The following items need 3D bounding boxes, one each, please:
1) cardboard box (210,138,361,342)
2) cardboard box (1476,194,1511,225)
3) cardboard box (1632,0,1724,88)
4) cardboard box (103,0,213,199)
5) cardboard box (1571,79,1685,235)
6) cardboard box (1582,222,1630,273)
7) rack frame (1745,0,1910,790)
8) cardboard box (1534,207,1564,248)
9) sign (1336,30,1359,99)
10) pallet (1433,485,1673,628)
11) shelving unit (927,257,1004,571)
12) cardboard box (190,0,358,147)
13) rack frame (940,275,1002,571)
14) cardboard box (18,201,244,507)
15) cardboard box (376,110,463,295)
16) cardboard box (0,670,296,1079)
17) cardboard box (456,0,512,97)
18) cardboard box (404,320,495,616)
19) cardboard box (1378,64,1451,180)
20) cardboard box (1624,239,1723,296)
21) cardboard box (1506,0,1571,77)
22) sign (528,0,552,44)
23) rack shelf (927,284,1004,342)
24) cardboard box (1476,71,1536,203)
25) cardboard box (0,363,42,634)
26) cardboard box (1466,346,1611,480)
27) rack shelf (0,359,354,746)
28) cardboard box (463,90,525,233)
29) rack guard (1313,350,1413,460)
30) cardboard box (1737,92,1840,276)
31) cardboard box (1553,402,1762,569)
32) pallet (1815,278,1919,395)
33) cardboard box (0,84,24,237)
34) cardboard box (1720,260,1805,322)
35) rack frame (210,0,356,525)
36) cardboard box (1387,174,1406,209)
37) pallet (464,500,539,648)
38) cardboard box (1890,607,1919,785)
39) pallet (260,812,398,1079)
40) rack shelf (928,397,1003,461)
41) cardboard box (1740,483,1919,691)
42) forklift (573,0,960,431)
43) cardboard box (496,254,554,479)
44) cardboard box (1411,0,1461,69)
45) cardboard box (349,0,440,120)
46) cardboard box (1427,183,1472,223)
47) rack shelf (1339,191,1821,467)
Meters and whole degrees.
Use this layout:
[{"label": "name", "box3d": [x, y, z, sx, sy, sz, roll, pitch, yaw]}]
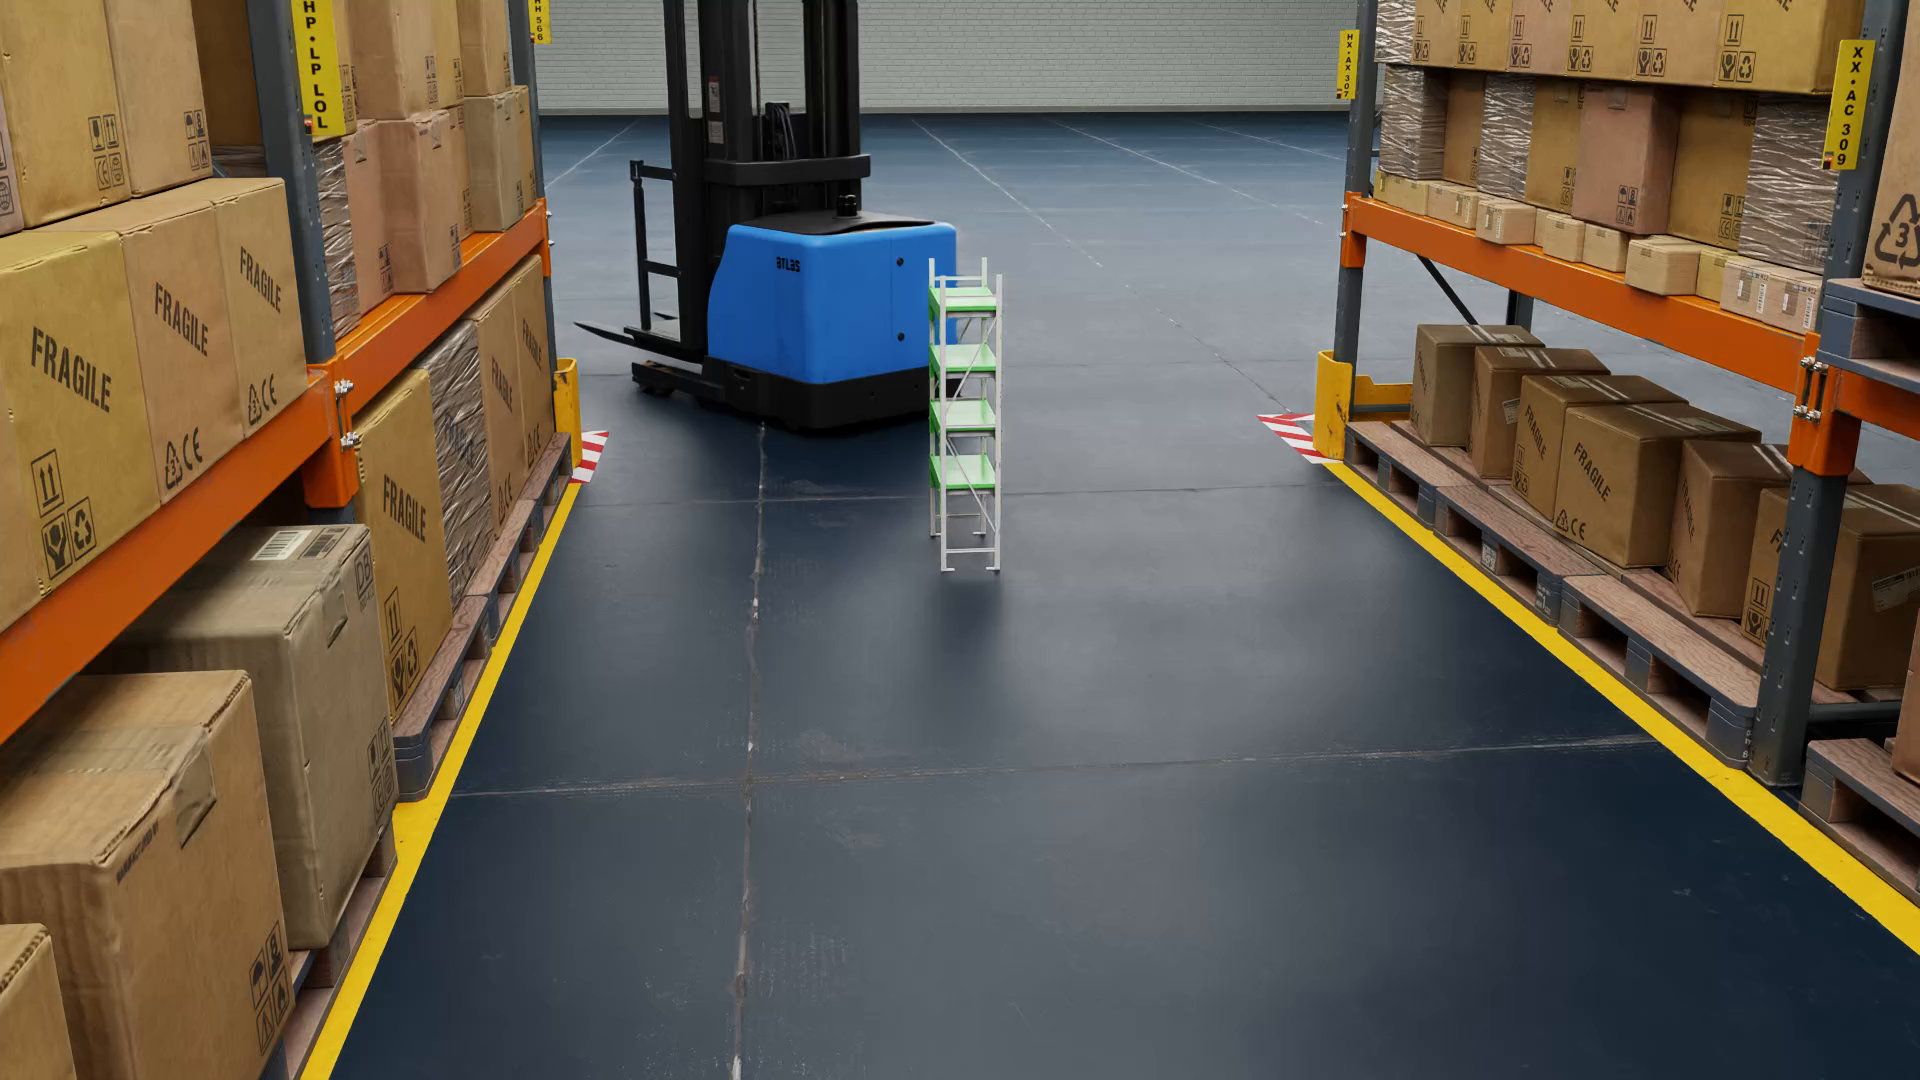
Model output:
[{"label": "cardboard box", "box3d": [-2.144, -0.793, 4.446, 0.875, 0.550, 0.550, -2, 18, -6]}, {"label": "cardboard box", "box3d": [2.365, -1.343, 6.866, 0.380, 0.149, 0.250, -2, 18, -6]}, {"label": "cardboard box", "box3d": [2.477, -1.676, 5.177, 0.500, 0.500, 0.500, -2, 18, -6]}, {"label": "cardboard box", "box3d": [-2.037, -0.989, 3.484, 0.700, 0.500, 0.500, -2, 18, -7]}, {"label": "cardboard box", "box3d": [2.697, -1.357, 5.828, 0.875, 0.500, 0.500, -2, 18, -6]}, {"label": "cardboard box", "box3d": [2.456, -1.044, 5.915, 0.380, 0.149, 0.250, -2, 18, -6]}, {"label": "rack frame", "box3d": [2.850, -0.735, 4.511, 1.000, 3.000, 0.127, -2, 18, -6]}, {"label": "cardboard box", "box3d": [2.446, -1.195, 6.394, 0.380, 0.149, 0.250, -2, 18, -6]}, {"label": "sign", "box3d": [1.898, -2.323, 8.124, 0.100, 0.325, 0.005, -2, 18, -6]}, {"label": "pallet", "box3d": [2.617, 0.032, 6.723, 1.003, 0.211, 1.213, -2, 18, -6]}, {"label": "shelving unit", "box3d": [0.017, -0.523, 6.840, 0.258, 1.200, 0.503, -2, 18, -6]}, {"label": "cardboard box", "box3d": [-2.098, -1.310, 4.289, 0.875, 0.550, 0.550, -2, 18, -6]}, {"label": "rack frame", "box3d": [0.042, -0.450, 6.609, 0.240, 1.200, 0.015, -2, 18, -6]}, {"label": "cardboard box", "box3d": [-1.722, -0.362, 3.156, 0.500, 0.500, 0.500, -2, 18, -6]}, {"label": "cardboard box", "box3d": [-2.162, -1.121, 5.490, 0.875, 0.550, 0.550, -2, 18, -6]}, {"label": "cardboard box", "box3d": [-1.845, 0.730, 2.897, 1.050, 0.750, 0.750, -2, 18, -6]}, {"label": "cardboard box", "box3d": [-2.358, -2.118, 6.862, 0.875, 0.550, 0.550, -2, 18, -6]}, {"label": "cardboard box", "box3d": [-2.186, -0.257, 5.833, 0.875, 0.875, 0.875, -2, 18, -5]}, {"label": "cardboard box", "box3d": [2.467, -1.952, 7.723, 0.875, 0.500, 0.500, -2, 18, -6]}, {"label": "cardboard box", "box3d": [2.417, -0.893, 5.432, 0.380, 0.149, 0.250, -2, 18, -6]}, {"label": "cardboard box", "box3d": [2.378, -1.975, 6.126, 0.500, 0.500, 0.500, -2, 18, -6]}, {"label": "sign", "box3d": [-1.965, -2.482, 7.747, 0.100, 0.325, 0.005, -2, 18, -6]}, {"label": "rack shelf", "box3d": [0.017, -0.920, 6.716, 0.258, 0.148, 0.480, -2, 18, -6]}, {"label": "cardboard box", "box3d": [2.647, -1.656, 6.782, 0.875, 0.500, 0.500, -2, 18, -6]}, {"label": "cardboard box", "box3d": [-1.615, -0.060, 2.195, 0.500, 0.500, 0.500, -2, 18, -6]}, {"label": "cardboard box", "box3d": [2.581, -0.571, 7.461, 0.500, 0.500, 0.500, 3, 18, 9]}, {"label": "rack shelf", "box3d": [-1.887, 0.327, 2.329, 1.077, 0.370, 4.000, -2, 18, -6]}, {"label": "cardboard box", "box3d": [-2.345, -1.603, 7.025, 0.875, 0.550, 0.550, -2, 18, -6]}, {"label": "rack guard", "box3d": [2.445, -0.712, 8.610, 1.175, 0.500, 0.348, -2, 18, -6]}, {"label": "cardboard box", "box3d": [2.865, -1.061, 4.885, 0.875, 0.500, 0.500, -2, 18, -6]}, {"label": "cardboard box", "box3d": [2.640, -0.216, 6.331, 0.500, 0.500, 0.500, -3, 18, -11]}, {"label": "pallet", "box3d": [2.784, -0.412, 3.801, 1.003, 0.211, 1.213, -2, 18, -6]}, {"label": "cardboard box", "box3d": [-1.930, -0.685, 2.516, 0.700, 0.500, 0.500, -2, 18, -5]}, {"label": "cardboard box", "box3d": [2.519, -0.745, 4.962, 0.380, 0.149, 0.250, -2, 18, -6]}, {"label": "rack frame", "box3d": [-2.094, -0.612, 4.119, 1.000, 3.000, 0.127, -2, 18, -6]}, {"label": "cardboard box", "box3d": [2.237, -1.640, 7.812, 0.380, 0.149, 0.250, -2, 18, -6]}, {"label": "pallet", "box3d": [-2.223, 0.125, 6.427, 1.003, 0.211, 1.213, -2, 18, -6]}, {"label": "cardboard box", "box3d": [2.892, 0.431, 4.235, 0.700, 0.500, 0.500, -3, 18, -10]}, {"label": "pallet", "box3d": [-1.939, 0.946, 3.812, 1.003, 0.211, 1.213, -2, 18, -6]}, {"label": "rack shelf", "box3d": [0.017, -0.462, 6.859, 0.258, 0.148, 0.480, -2, 18, -6]}, {"label": "cardboard box", "box3d": [2.849, 0.137, 5.207, 0.500, 0.500, 0.500, -2, 18, -7]}, {"label": "forklift", "box3d": [-1.339, -2.356, 9.789, 1.130, 2.935, 3.031, -14, 22, -38]}, {"label": "cardboard box", "box3d": [-2.371, -0.791, 7.534, 0.875, 0.875, 0.875, -2, 18, -5]}, {"label": "cardboard box", "box3d": [2.268, -2.272, 7.074, 0.500, 0.500, 0.500, -2, 18, -6]}, {"label": "cardboard box", "box3d": [-2.189, -1.635, 5.325, 0.875, 0.550, 0.550, -2, 18, -6]}, {"label": "cardboard box", "box3d": [2.294, -1.491, 7.338, 0.380, 0.149, 0.250, -2, 18, -6]}, {"label": "rack shelf", "box3d": [2.644, -0.988, 6.517, 1.077, 0.370, 4.000, -2, 18, -6]}]
